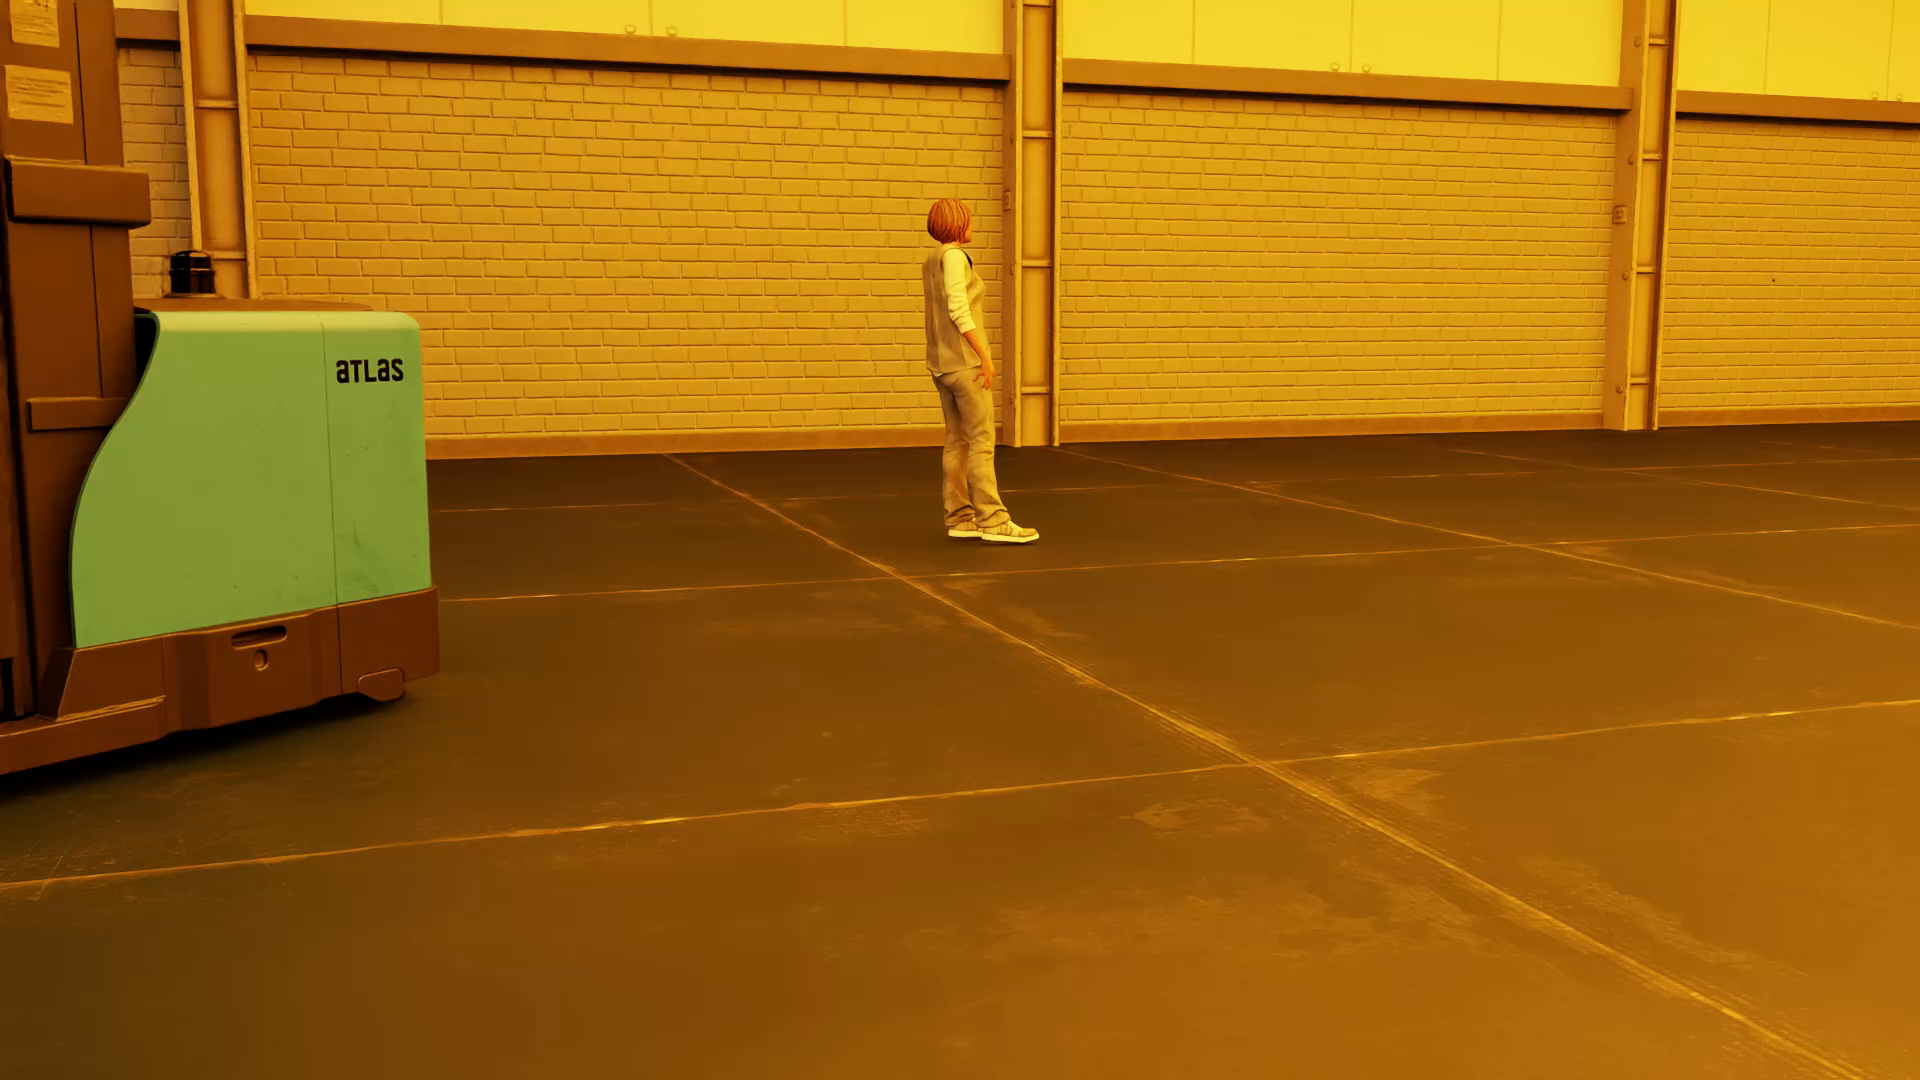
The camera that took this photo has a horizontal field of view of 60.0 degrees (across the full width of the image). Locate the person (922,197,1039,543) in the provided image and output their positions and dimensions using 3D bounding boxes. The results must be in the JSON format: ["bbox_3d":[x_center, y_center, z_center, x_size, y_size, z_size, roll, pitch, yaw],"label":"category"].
[{"bbox_3d":[0.074,-0.800,7.825,0.475,1.597,0.520,-3,8,-18],"label":"person"}]

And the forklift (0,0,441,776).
[{"bbox_3d":[-2.687,-0.882,3.531,1.130,2.935,3.031,5,9,33],"label":"forklift"}]
